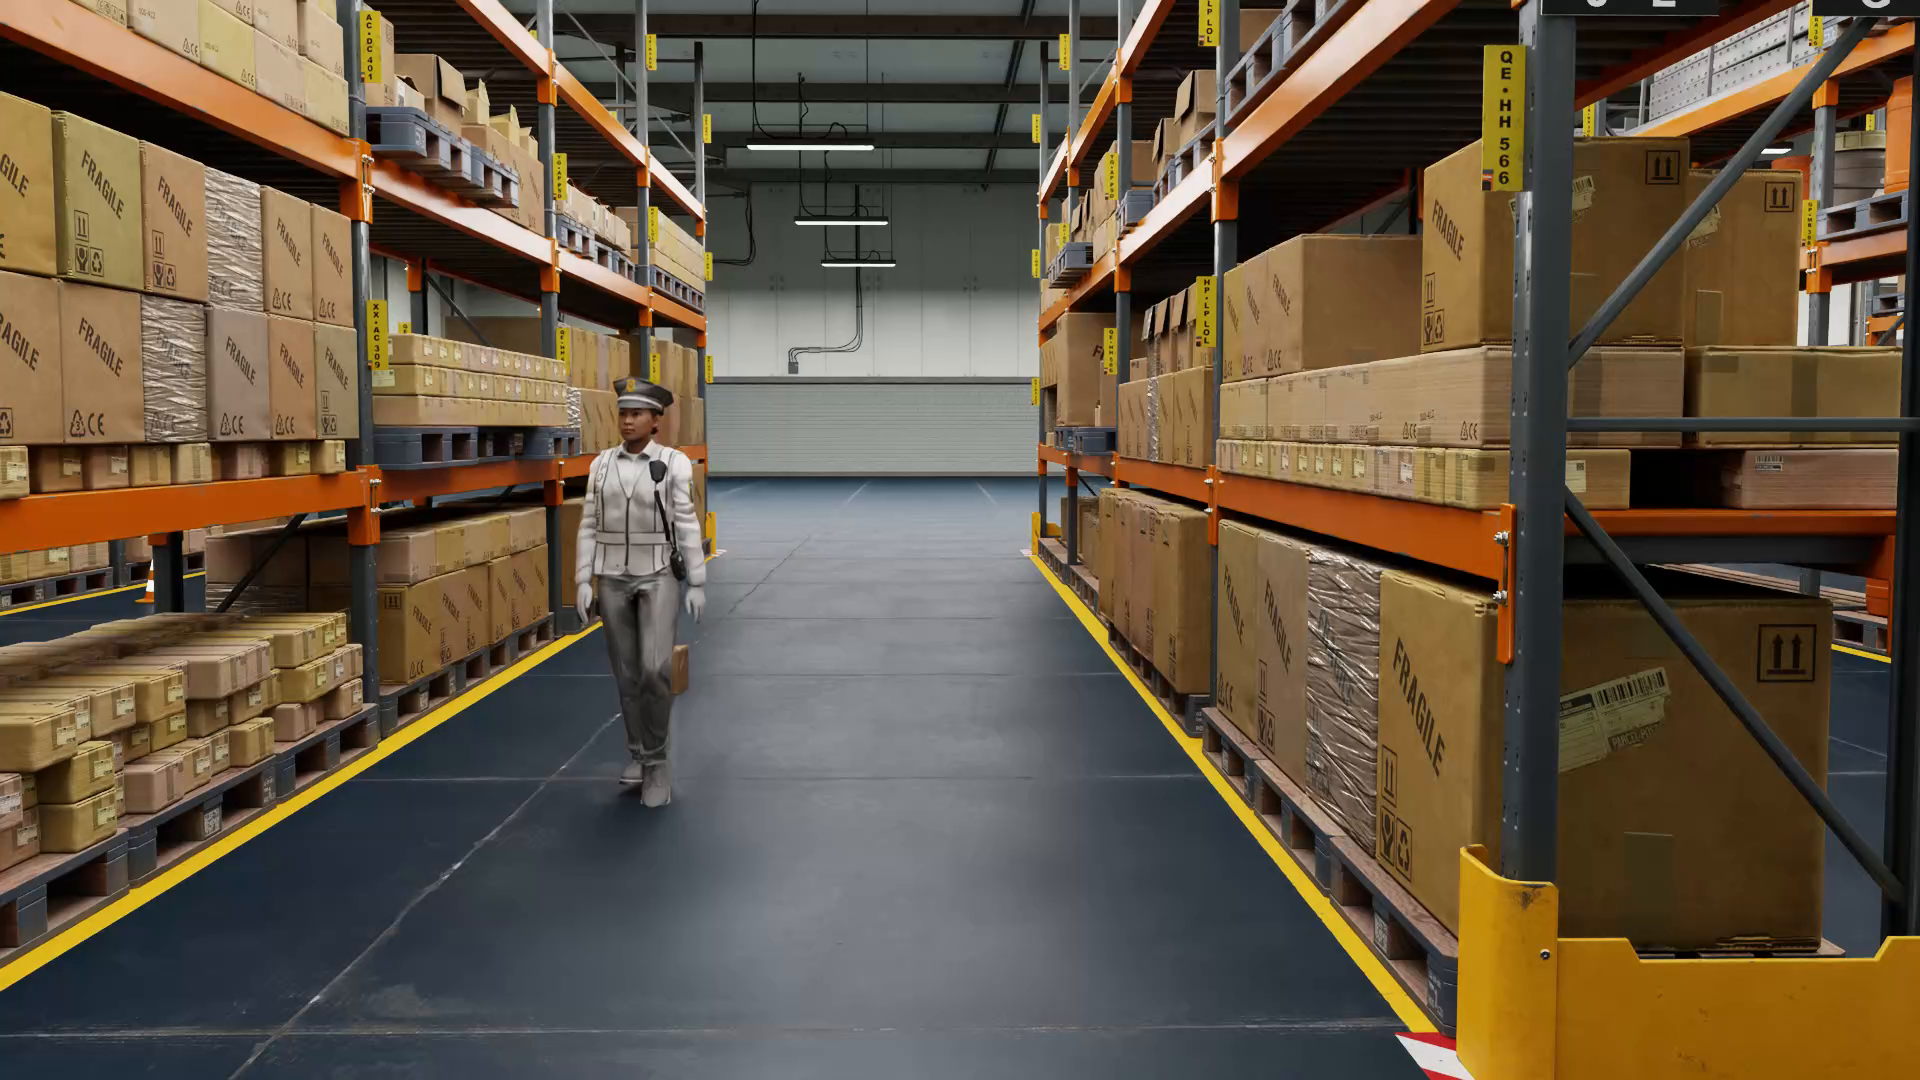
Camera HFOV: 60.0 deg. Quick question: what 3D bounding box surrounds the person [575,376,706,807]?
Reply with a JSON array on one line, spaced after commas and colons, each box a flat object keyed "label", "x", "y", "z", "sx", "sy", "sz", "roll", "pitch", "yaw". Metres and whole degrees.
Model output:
[{"label": "person", "x": -1.316, "y": 0.211, "z": 6.780, "sx": 0.522, "sy": 1.747, "sz": 0.496, "roll": 1, "pitch": 4, "yaw": 9}]
